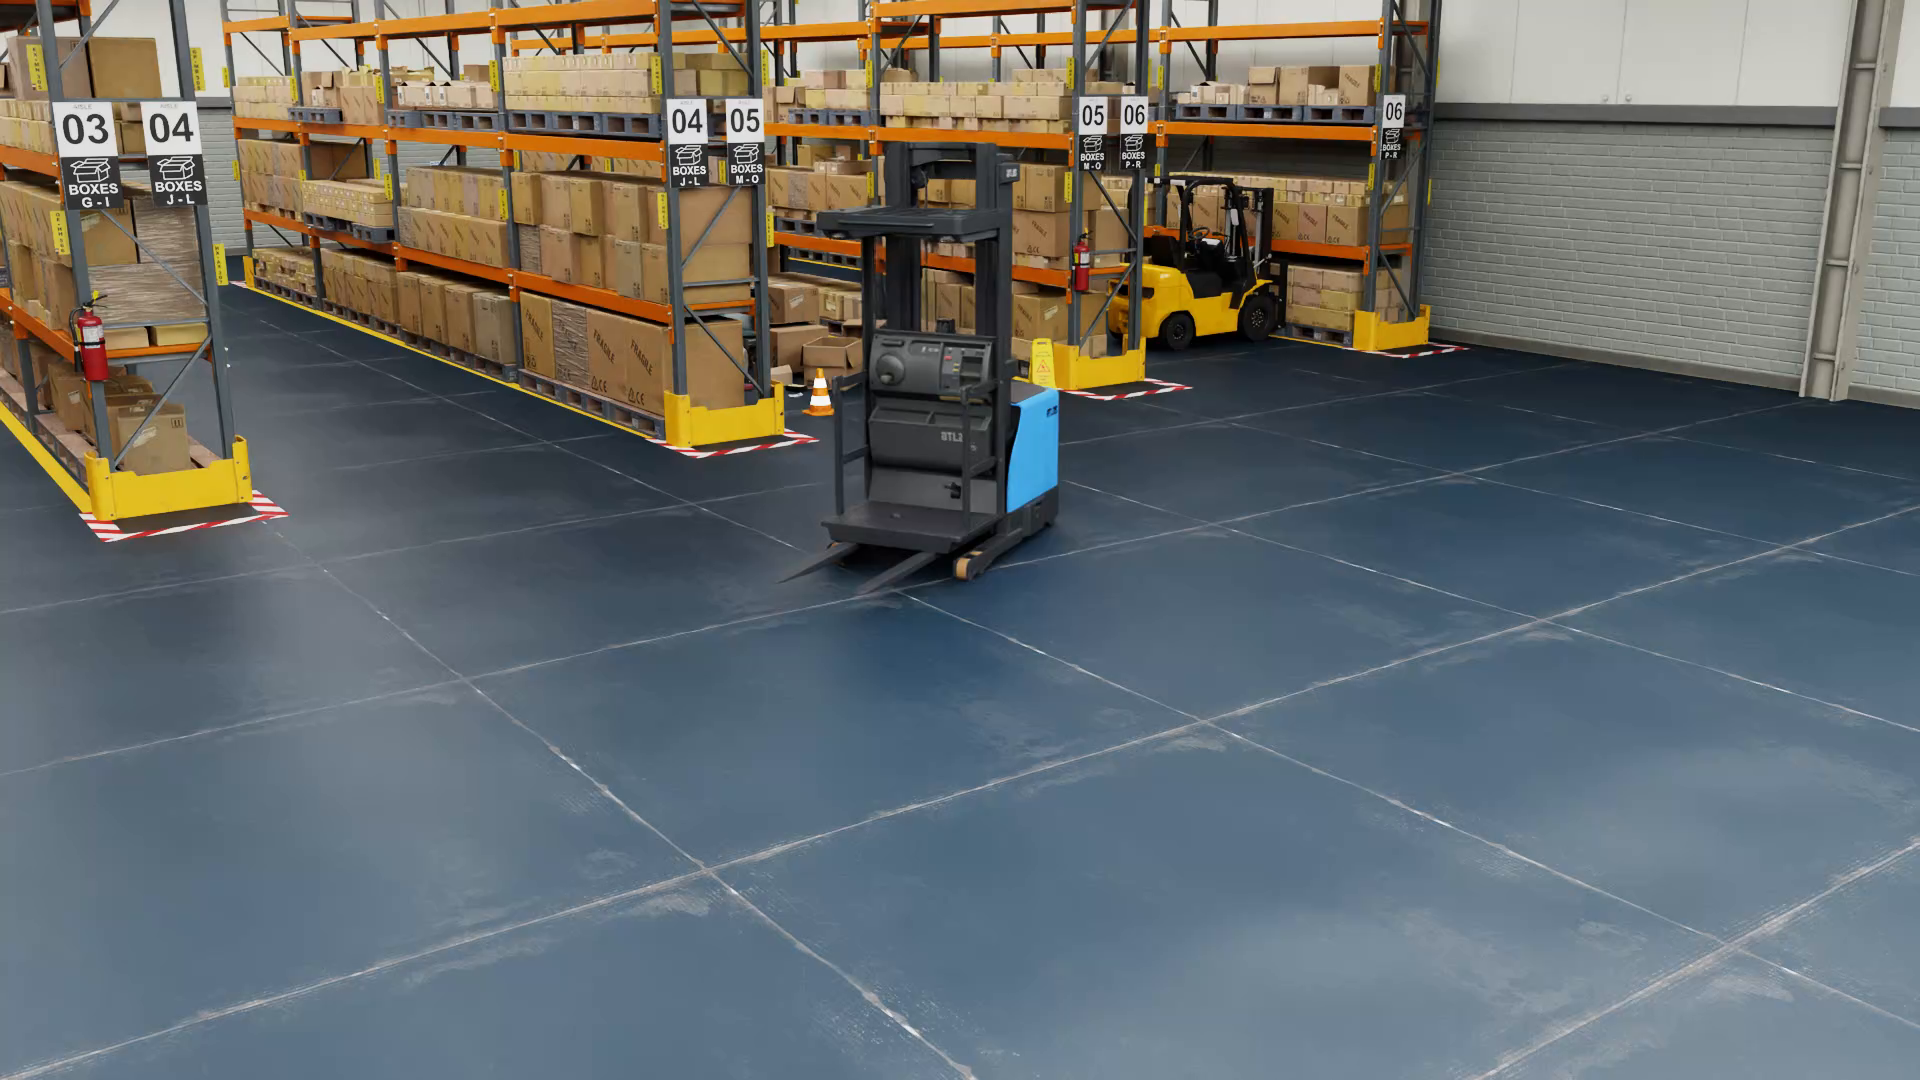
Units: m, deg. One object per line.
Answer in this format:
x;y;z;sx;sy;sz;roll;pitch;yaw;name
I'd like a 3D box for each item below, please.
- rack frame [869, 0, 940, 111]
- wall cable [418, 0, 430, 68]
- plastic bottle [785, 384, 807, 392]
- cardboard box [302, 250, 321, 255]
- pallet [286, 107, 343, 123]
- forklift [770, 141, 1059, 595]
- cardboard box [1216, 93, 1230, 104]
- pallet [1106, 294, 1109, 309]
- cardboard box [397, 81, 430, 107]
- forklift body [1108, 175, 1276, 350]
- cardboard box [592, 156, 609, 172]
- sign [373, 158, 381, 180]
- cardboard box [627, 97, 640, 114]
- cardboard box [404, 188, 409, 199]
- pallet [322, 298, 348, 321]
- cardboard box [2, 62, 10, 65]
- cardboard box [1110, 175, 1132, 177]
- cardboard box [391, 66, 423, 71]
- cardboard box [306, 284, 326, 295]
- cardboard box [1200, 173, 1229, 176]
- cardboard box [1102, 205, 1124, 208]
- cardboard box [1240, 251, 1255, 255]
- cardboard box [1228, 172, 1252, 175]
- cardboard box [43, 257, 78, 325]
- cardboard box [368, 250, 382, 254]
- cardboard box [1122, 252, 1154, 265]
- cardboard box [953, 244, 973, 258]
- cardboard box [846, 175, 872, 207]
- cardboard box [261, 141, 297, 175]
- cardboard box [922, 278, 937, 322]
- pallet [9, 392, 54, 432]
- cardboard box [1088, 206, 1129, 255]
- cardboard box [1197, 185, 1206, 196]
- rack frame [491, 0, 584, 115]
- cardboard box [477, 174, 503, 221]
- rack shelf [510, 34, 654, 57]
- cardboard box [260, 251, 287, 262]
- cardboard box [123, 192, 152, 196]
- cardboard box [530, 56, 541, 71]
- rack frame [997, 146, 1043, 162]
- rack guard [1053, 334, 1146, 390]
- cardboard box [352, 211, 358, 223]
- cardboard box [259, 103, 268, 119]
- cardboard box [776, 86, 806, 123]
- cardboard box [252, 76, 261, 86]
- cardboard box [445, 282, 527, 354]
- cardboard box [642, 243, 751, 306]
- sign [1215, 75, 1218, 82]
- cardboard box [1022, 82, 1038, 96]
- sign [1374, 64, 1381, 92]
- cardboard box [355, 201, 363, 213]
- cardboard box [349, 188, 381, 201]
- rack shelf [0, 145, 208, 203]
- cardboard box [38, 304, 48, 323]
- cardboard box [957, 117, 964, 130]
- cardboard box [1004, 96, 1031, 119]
-0.702;-6.987;21.060;1.000;3.000;0.127;-11;19;-35;rack frame
-11.330;-10.721;34.700;0.463;3.000;0.029;-11;19;-35;wall cable
-1.867;-1.713;18.719;0.283;0.061;0.133;10;18;33;plastic bottle
-10.729;-4.744;27.704;0.380;0.149;0.250;-12;19;-37;cardboard box
-9.074;-6.220;24.294;1.213;0.211;1.003;-11;19;-35;pallet
-0.297;-1.256;11.613;1.130;2.935;3.031;7;17;24;forklift
3.781;-6.134;23.116;0.380;0.149;0.250;-10;18;-33;cardboard box
2.846;-3.671;25.590;1.003;0.211;1.213;-11;19;-35;pallet
-6.751;-5.624;20.944;0.500;0.311;0.500;-11;19;-34;cardboard box
3.072;-3.723;22.106;2.313;2.155;1.214;-11;19;-35;forklift body
-5.907;-6.391;28.159;0.500;0.500;0.500;-11;19;-35;cardboard box
-8.904;-5.658;25.372;0.100;0.325;0.005;-11;19;-35;sign
-2.912;-4.099;15.678;0.380;0.149;0.250;-11;19;-34;cardboard box
-7.414;-4.765;22.858;0.380;0.149;0.250;-11;19;-35;cardboard box
-8.892;-3.501;24.969;1.003;0.211;1.213;-11;19;-35;pallet
-9.998;-4.867;17.858;0.500;0.500;0.500;-10;18;-34;cardboard box
2.571;-5.615;25.991;0.380;0.149;0.250;-11;19;-35;cardboard box
-7.499;-6.310;22.627;0.396;0.266;0.258;-11;19;-35;cardboard box
-9.857;-3.871;25.641;0.380;0.149;0.250;-11;19;-34;cardboard box
3.642;-5.161;23.768;0.380;0.149;0.250;-11;19;-36;cardboard box
2.503;-4.966;25.323;0.500;0.250;0.500;-11;19;-35;cardboard box
4.067;-4.043;24.184;0.500;0.250;0.500;-11;19;-35;cardboard box
4.023;-5.234;24.035;0.380;0.149;0.250;-11;19;-35;cardboard box
-7.058;-2.103;13.825;0.875;0.500;0.500;-11;19;-35;cardboard box
-8.417;-4.139;24.536;0.500;0.250;0.500;-10;18;-32;cardboard box
2.995;-4.032;25.328;0.875;0.625;0.625;-10;18;-32;cardboard box
0.139;-3.532;20.273;0.380;0.149;0.250;-11;19;-35;cardboard box
-1.159;-4.551;21.974;0.500;0.500;0.500;-11;19;-36;cardboard box
-10.761;-6.074;26.438;0.500;0.500;0.500;-12;19;-36;cardboard box
-0.249;-3.052;21.036;0.500;0.500;0.500;-10;18;-32;cardboard box
-9.177;-1.377;17.206;1.003;0.211;1.213;-11;19;-35;pallet
1.596;-3.576;19.205;0.500;0.500;0.500;-11;19;-35;cardboard box
3.615;-5.011;23.784;0.380;0.149;0.250;-11;19;-35;cardboard box
-4.647;-6.198;18.174;1.000;3.000;0.127;-11;19;-35;rack frame
-5.247;-4.049;19.605;0.700;0.500;0.500;-11;19;-35;cardboard box
-6.582;-8.583;29.009;1.077;0.370;4.000;-11;19;-35;rack shelf
-11.365;-4.702;27.553;0.380;0.149;0.250;-11;19;-35;cardboard box
-6.758;-2.643;13.904;0.500;0.500;0.500;-11;19;-35;cardboard box
-4.259;-4.972;17.358;0.380;0.149;0.250;-11;19;-35;cardboard box
0.959;-5.719;27.790;1.000;3.000;0.127;-11;19;-35;rack frame
1.605;-2.050;19.120;1.175;0.500;0.348;-11;19;-35;rack guard
-8.100;-4.435;22.780;0.380;0.149;0.250;-11;19;-35;cardboard box
-10.731;-6.772;26.240;0.500;0.250;0.500;-11;19;-35;cardboard box
-2.134;-6.123;23.389;0.797;0.503;0.637;-11;19;-35;cardboard box
-11.003;-7.282;26.398;0.380;0.149;0.250;-10;18;-33;cardboard box
-5.649;-2.747;20.395;1.050;0.750;0.750;-11;19;-35;cardboard box
-2.550;-2.594;16.089;0.875;0.550;0.550;-11;19;-35;cardboard box
3.759;-6.686;24.511;0.100;0.325;0.005;-11;19;-35;sign
0.927;-5.089;18.771;0.380;0.149;0.250;-11;19;-35;cardboard box
5.216;-5.765;20.749;0.100;0.325;0.005;-11;19;-35;sign
-7.973;-4.530;22.563;0.380;0.149;0.250;-10;18;-33;cardboard box
-8.117;-4.726;22.716;0.380;0.149;0.250;-10;18;-33;cardboard box
-7.542;-3.228;14.370;1.077;0.370;4.000;-11;19;-35;rack shelf
-7.942;-2.024;14.764;0.380;0.149;0.250;-11;19;-35;cardboard box
0.190;-4.985;19.901;0.380;0.149;0.250;-11;19;-34;cardboard box
0.847;-4.935;18.963;0.500;0.250;0.500;-11;19;-35;cardboard box
